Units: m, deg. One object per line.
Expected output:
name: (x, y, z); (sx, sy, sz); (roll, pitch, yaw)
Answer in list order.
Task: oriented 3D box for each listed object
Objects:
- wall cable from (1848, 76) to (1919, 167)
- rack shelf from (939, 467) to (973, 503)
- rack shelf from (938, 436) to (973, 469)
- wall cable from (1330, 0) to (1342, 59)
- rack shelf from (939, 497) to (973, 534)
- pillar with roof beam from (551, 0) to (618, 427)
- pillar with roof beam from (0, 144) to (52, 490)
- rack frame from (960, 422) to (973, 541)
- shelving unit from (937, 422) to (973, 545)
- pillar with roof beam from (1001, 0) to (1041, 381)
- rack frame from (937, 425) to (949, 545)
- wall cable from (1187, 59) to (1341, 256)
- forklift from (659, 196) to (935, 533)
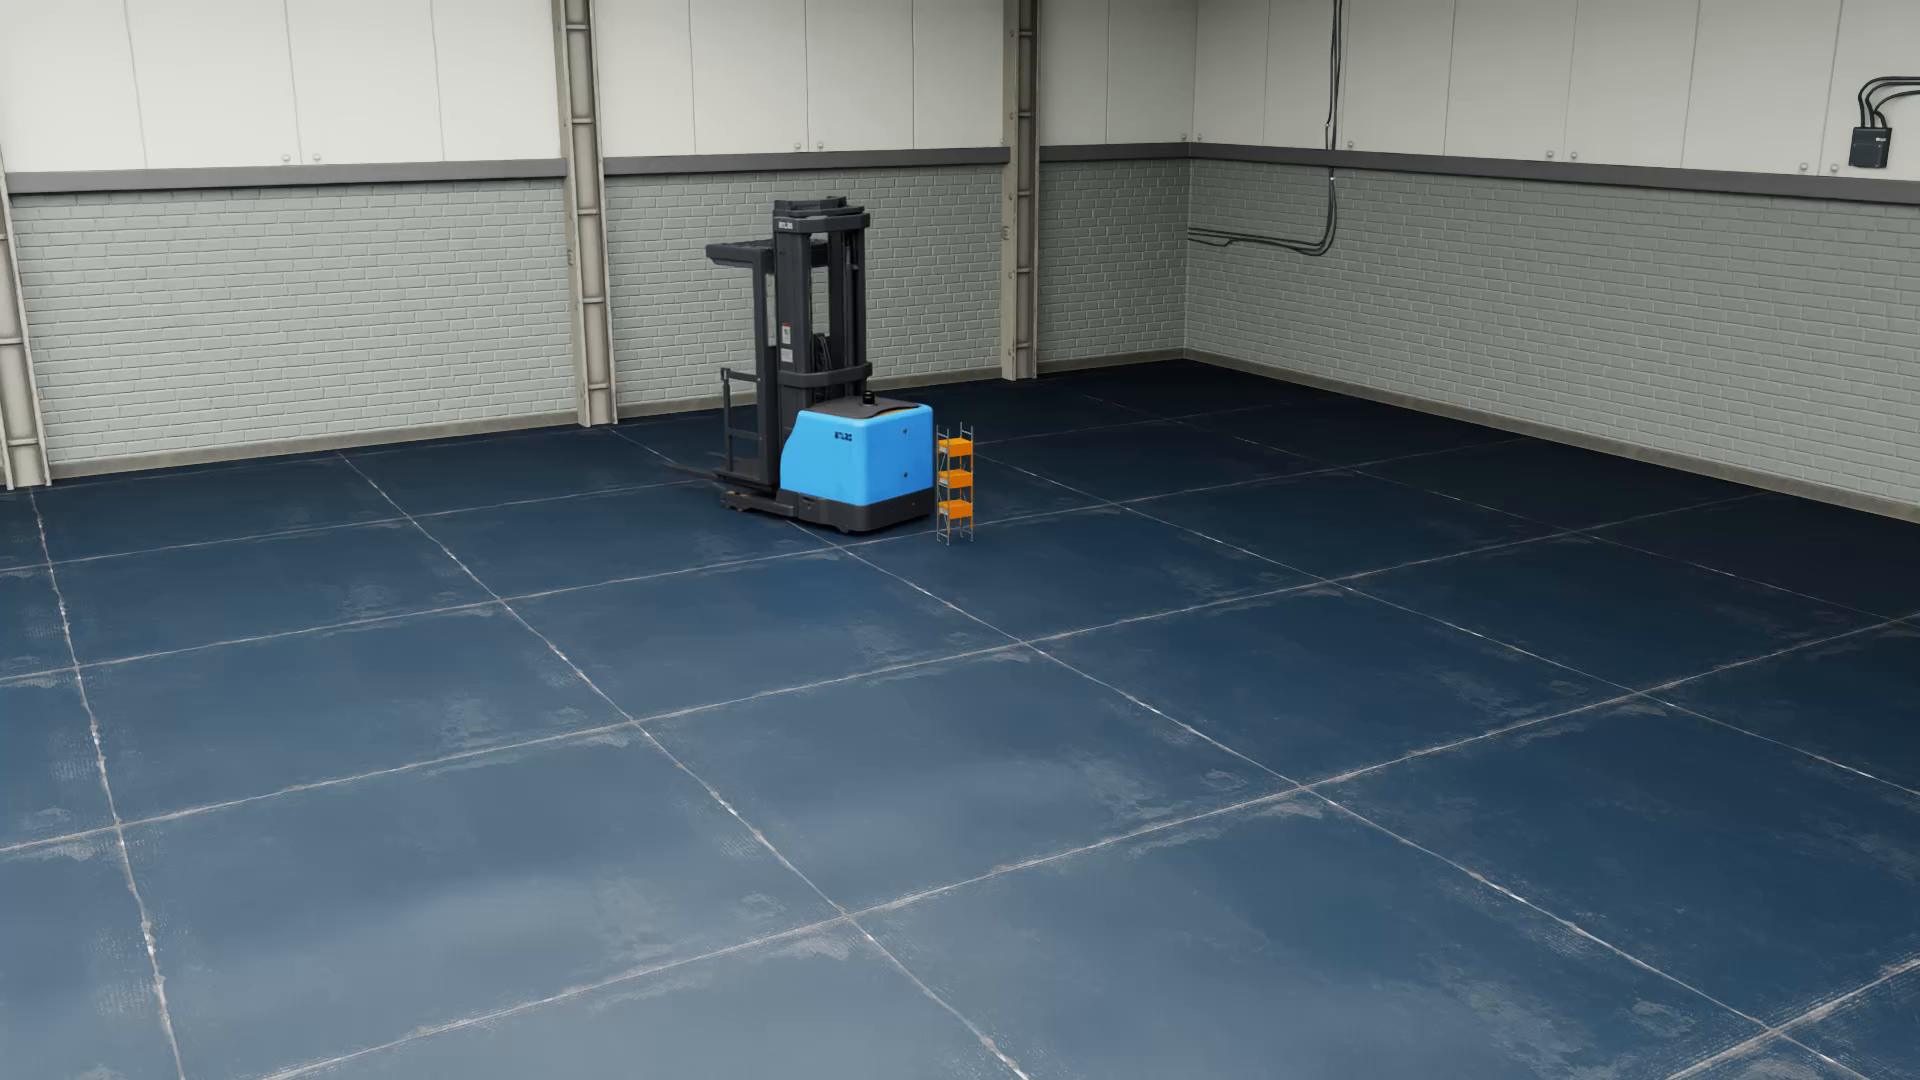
wall cable: (8.890, -6.110, 13.734); (0.169, 6.003, 2.305); (-9, 18, -30)
rack shelf: (-0.046, -0.488, 14.744); (0.240, 0.259, 0.215); (-9, 18, -30)
rack shelf: (-0.046, -0.761, 14.668); (0.240, 0.259, 0.215); (-9, 18, -30)
wall cable: (5.408, -6.982, 19.541); (0.112, 2.526, 3.097); (-9, 18, -30)
rack shelf: (-0.046, -0.220, 14.819); (0.240, 0.259, 0.215); (-9, 18, -30)
pillar with roof beam: (-2.118, -4.737, 15.138); (0.400, 9.000, 9.100); (-9, 18, -30)
pillar with roof beam: (-7.261, -3.903, 12.163); (0.400, 9.000, 9.100); (-9, 18, -30)
rack frame: (0.059, -0.515, 14.802); (0.008, 1.050, 0.200); (-9, 18, -30)
shelving unit: (-0.046, -0.498, 14.742); (0.252, 1.050, 0.215); (-9, 18, -30)
pillar with roof beam: (3.025, -5.572, 18.114); (0.400, 9.000, 9.100); (-9, 18, -30)
rack frame: (-0.150, -0.481, 14.681); (0.008, 1.050, 0.200); (-9, 18, -30)
wall cable: (4.014, -5.176, 22.455); (0.112, 2.526, 3.097); (-9, 18, -30)
forklift: (-1.683, -1.778, 15.824); (3.031, 2.935, 1.130); (13, 20, 39)
